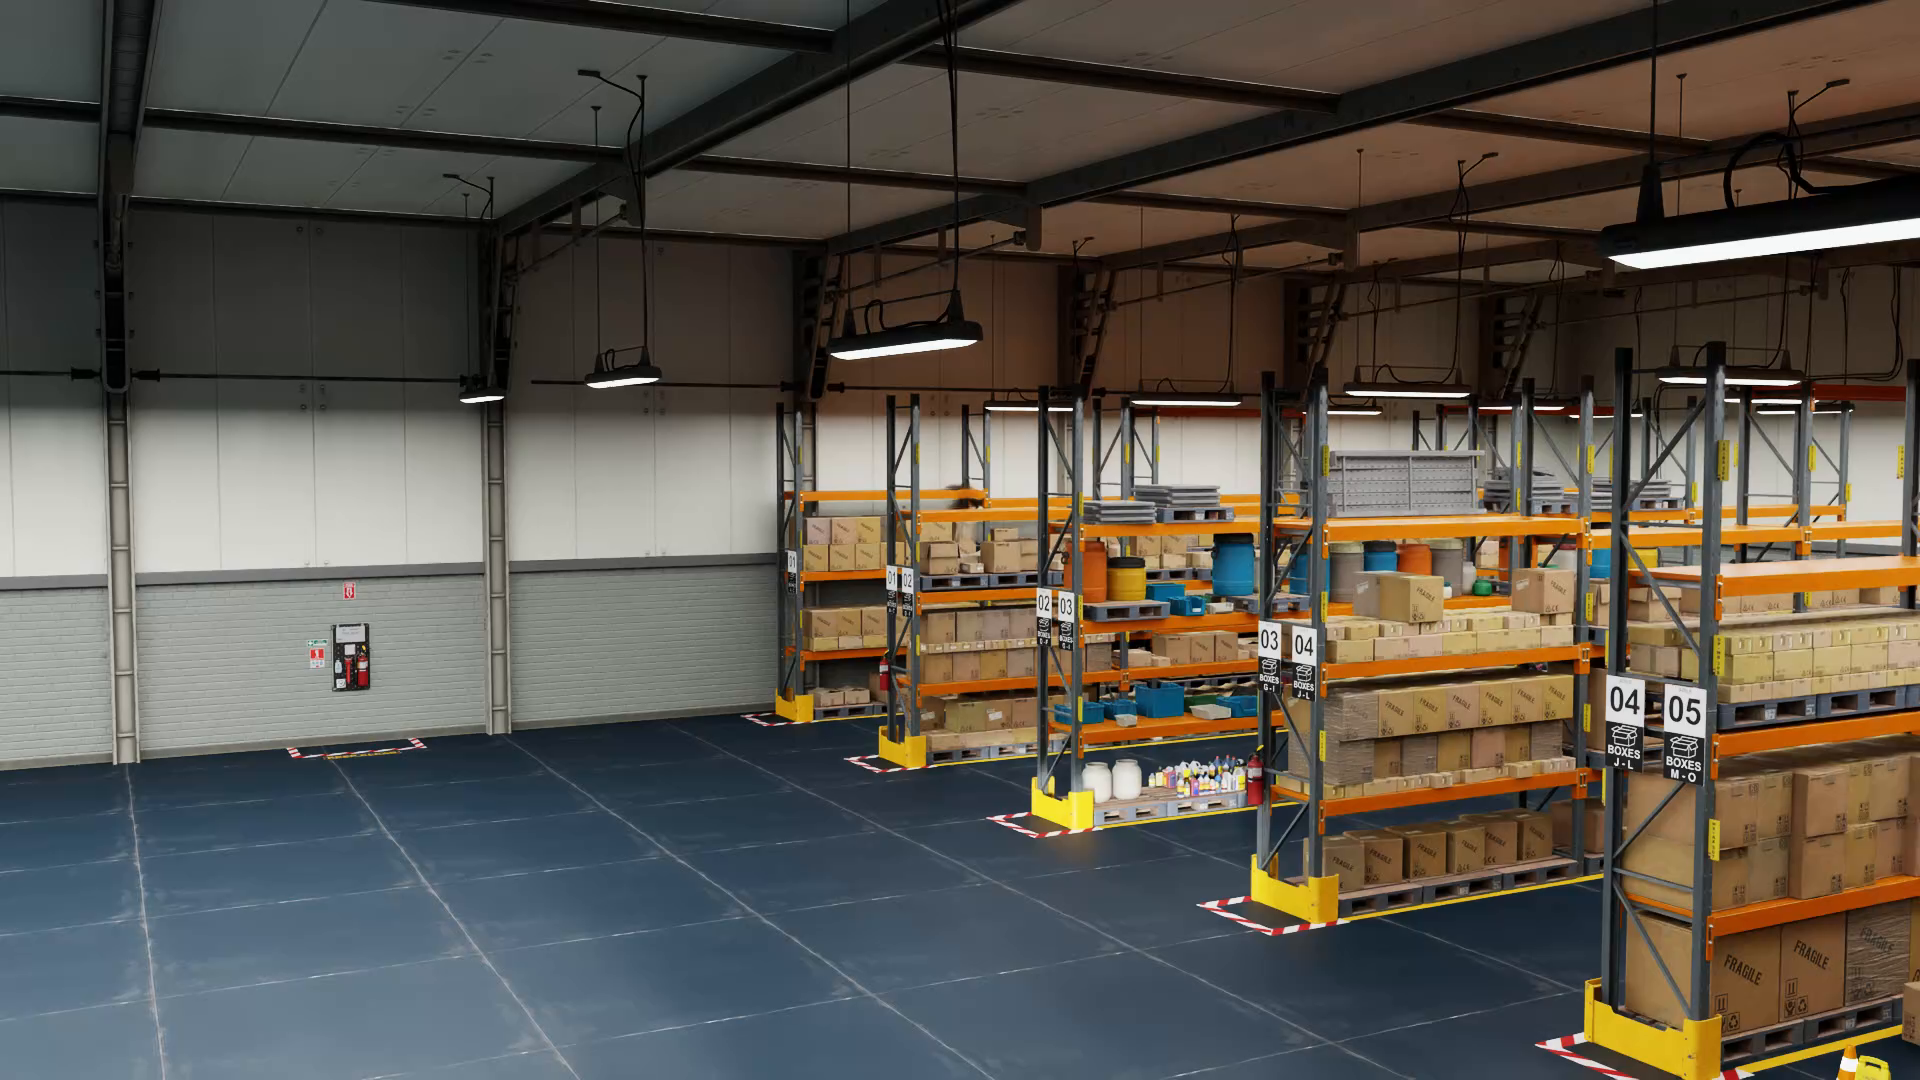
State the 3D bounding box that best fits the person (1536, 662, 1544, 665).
[{"bbox_3d":[12.577,2.230,36.537,0.606,1.794,0.453,1,3,16],"label":"person"}]
